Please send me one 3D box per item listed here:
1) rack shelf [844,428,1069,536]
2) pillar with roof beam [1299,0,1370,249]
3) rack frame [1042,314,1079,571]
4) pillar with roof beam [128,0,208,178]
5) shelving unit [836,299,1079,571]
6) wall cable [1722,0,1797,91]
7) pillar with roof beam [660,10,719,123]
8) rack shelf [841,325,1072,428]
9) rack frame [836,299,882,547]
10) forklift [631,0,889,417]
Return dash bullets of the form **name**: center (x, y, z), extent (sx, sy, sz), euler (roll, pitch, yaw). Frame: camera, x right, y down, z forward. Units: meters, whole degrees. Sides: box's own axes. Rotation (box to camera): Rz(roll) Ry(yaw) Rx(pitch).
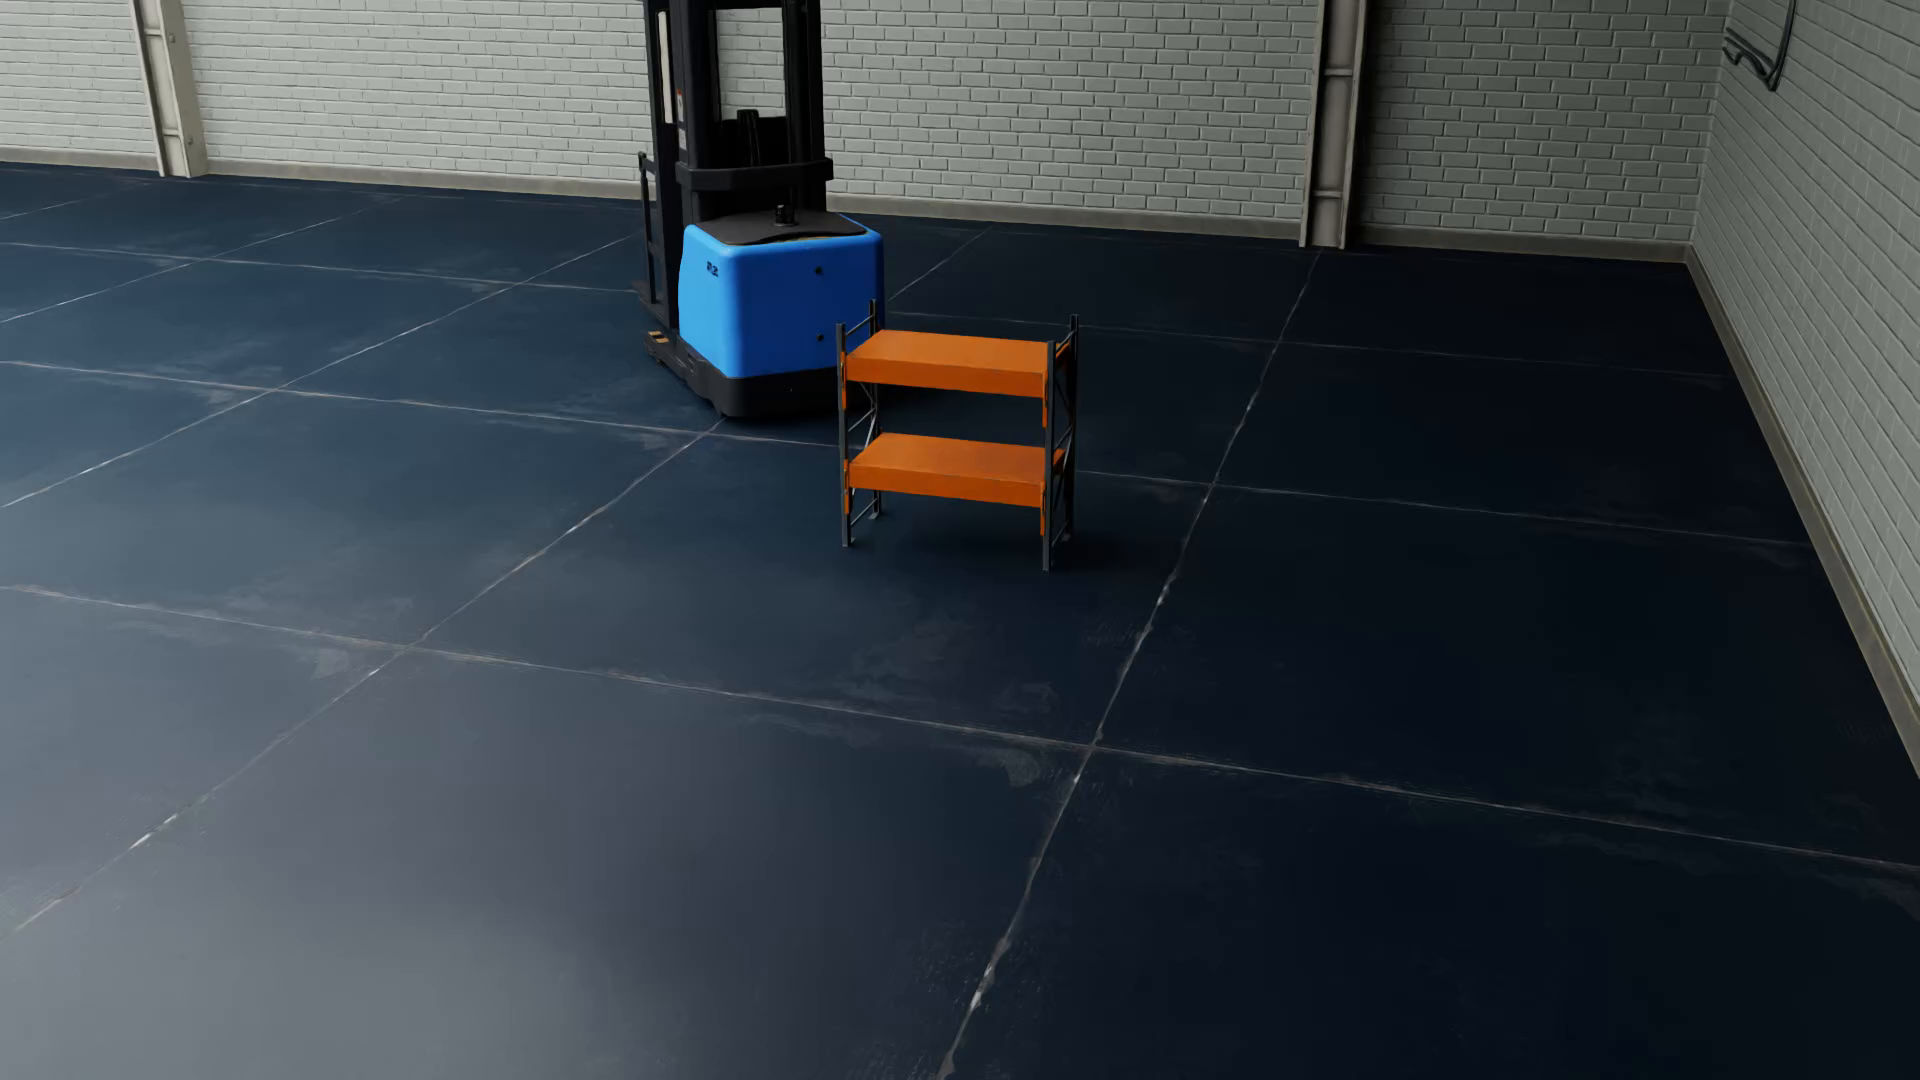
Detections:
- **rack shelf**: center (-0.006, -0.295, 8.151), extent (1.000, 0.278, 0.538), euler (7, 23, 16)
- **pillar with roof beam**: center (1.949, -5.195, 9.078), extent (0.400, 9.000, 9.100), euler (7, 23, 16)
- **rack frame**: center (0.480, -0.465, 7.922), extent (0.032, 1.125, 0.500), euler (7, 23, 16)
- **pillar with roof beam**: center (-9.539, -6.511, 12.285), extent (0.400, 9.000, 9.100), euler (7, 23, 16)
- **shelving unit**: center (-0.006, -0.521, 8.058), extent (1.048, 1.125, 0.538), euler (7, 23, 16)
- **wall cable**: center (5.631, -4.519, 11.522), extent (0.112, 2.526, 3.097), euler (7, 23, 16)
- **pillar with roof beam**: center (-3.795, -5.853, 10.682), extent (0.400, 9.000, 9.100), euler (7, 23, 16)
- **rack shelf**: center (-0.006, -0.792, 7.947), extent (1.000, 0.278, 0.538), euler (7, 23, 16)
- **rack frame**: center (-0.493, -0.577, 8.194), extent (0.032, 1.125, 0.500), euler (7, 23, 16)
- **forklift**: center (-1.512, -2.609, 10.768), extent (1.130, 2.935, 3.031), euler (-10, 24, -23)
